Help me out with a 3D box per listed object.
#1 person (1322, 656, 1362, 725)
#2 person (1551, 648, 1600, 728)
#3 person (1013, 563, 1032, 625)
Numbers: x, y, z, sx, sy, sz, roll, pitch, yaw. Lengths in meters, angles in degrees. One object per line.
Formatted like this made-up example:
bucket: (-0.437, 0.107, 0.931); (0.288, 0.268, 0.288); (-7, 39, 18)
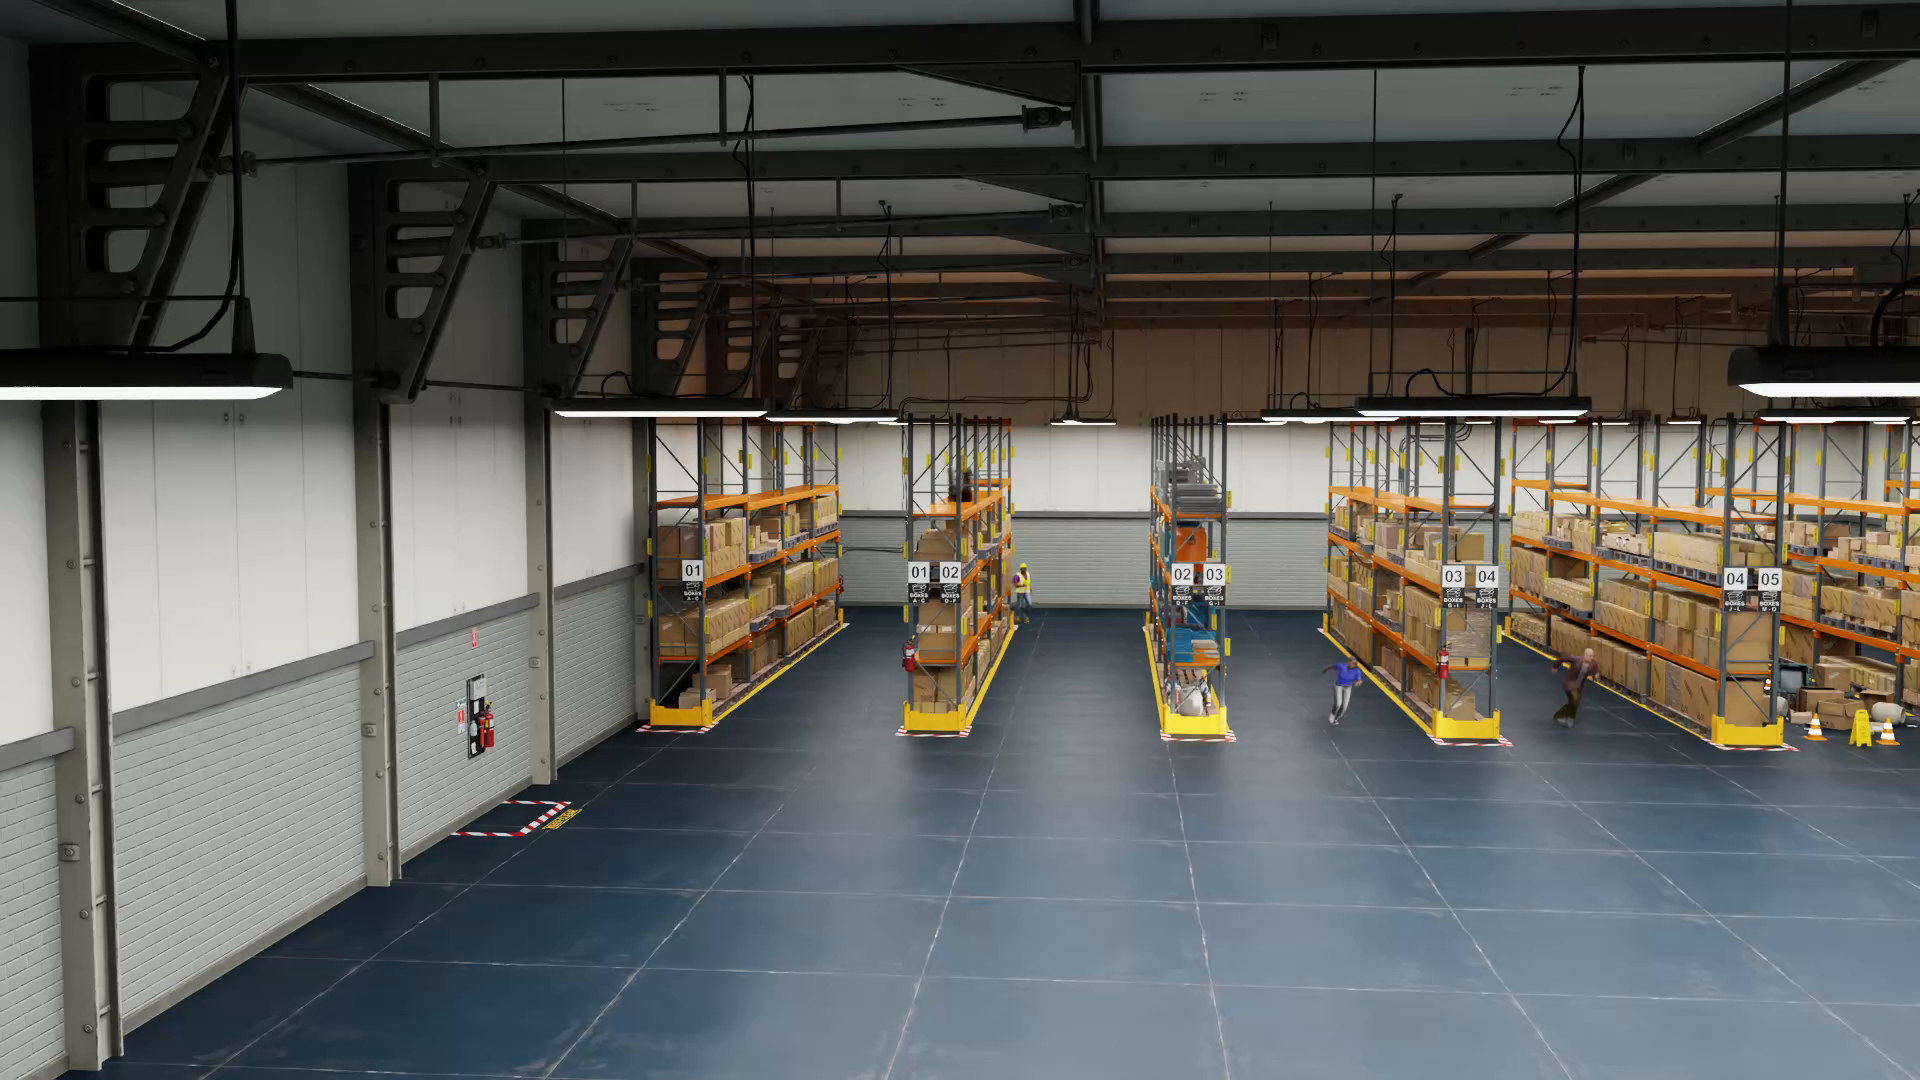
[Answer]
person: (7.330, 2.871, 31.747); (0.594, 1.407, 0.975); (0, 4, -5)
person: (11.764, 2.788, 31.675); (0.665, 1.550, 1.146); (-1, 4, -12)
person: (1.851, 1.580, 48.568); (0.676, 1.812, 0.827); (-2, 4, -24)
